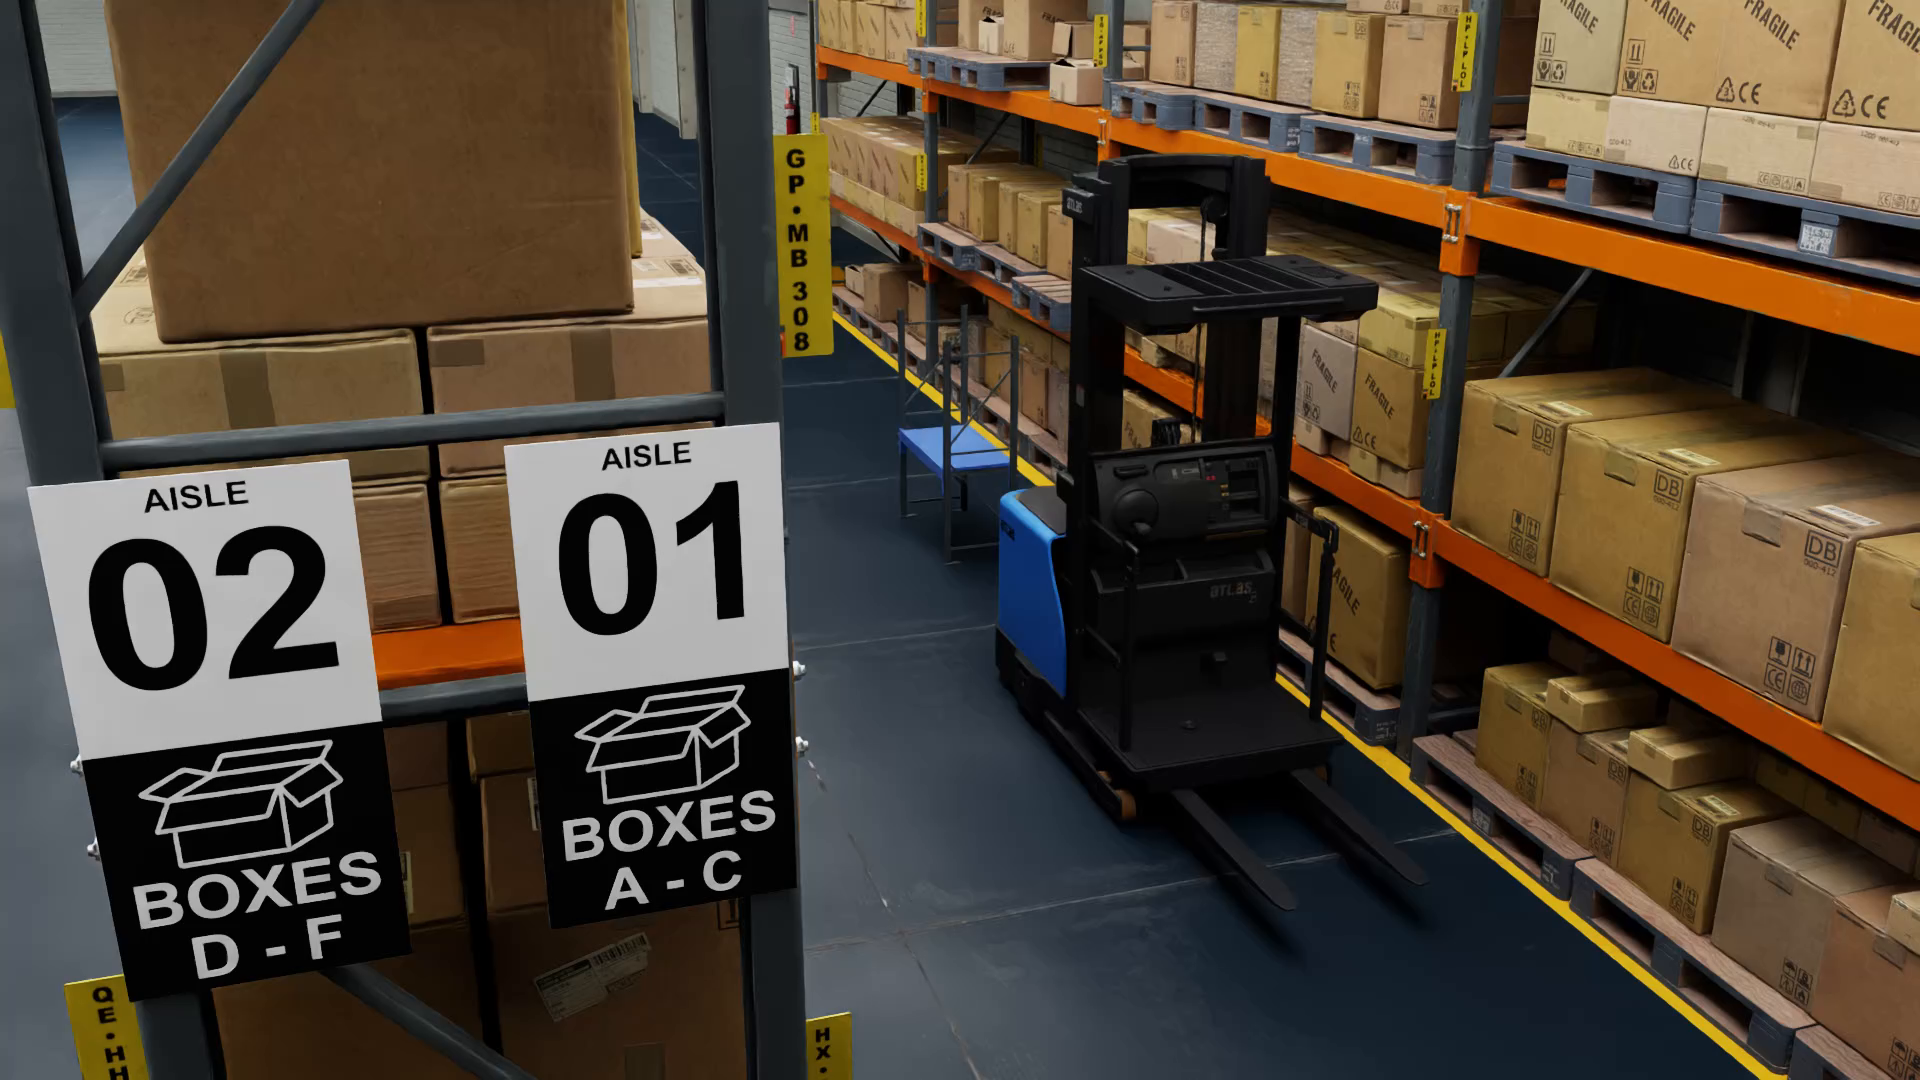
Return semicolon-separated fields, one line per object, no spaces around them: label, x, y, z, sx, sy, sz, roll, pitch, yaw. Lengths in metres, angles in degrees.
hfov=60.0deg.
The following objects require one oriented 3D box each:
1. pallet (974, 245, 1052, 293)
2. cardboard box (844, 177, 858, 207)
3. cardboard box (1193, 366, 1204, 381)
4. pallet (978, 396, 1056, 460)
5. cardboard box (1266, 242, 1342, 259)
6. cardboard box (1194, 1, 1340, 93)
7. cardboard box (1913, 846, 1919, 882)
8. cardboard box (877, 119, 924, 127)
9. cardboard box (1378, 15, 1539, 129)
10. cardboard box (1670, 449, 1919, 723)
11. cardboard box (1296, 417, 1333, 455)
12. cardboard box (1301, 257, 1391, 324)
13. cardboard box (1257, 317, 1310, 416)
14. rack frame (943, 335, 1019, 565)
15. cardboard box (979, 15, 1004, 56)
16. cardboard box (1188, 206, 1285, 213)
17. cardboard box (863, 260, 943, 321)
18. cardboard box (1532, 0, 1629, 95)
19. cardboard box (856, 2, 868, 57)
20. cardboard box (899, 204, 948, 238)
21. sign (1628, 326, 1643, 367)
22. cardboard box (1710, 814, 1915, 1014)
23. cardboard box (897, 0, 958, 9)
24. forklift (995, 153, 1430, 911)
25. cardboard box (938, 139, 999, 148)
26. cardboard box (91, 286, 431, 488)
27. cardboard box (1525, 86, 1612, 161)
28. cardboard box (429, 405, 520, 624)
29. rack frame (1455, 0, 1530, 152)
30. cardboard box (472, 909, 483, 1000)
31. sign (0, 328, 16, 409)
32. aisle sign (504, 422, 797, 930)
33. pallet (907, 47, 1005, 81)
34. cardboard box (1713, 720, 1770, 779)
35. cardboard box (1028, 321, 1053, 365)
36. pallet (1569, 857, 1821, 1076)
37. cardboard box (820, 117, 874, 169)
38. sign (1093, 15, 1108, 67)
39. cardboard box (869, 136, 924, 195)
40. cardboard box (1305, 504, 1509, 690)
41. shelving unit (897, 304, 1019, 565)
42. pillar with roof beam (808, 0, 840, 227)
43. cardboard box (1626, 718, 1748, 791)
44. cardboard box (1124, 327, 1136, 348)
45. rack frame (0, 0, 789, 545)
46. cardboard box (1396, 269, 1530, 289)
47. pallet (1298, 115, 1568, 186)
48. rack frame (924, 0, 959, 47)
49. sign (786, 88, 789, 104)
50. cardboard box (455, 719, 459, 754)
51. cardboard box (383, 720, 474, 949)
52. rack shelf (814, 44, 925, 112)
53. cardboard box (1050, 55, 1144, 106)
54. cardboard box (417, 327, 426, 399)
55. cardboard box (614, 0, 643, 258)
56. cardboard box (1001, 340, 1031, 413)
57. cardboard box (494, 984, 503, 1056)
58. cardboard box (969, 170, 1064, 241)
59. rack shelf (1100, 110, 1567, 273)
pallet;0.772;-2.184;13.345;1.003;0.211;1.213;-6;21;-17
cardboard box;-0.898;-3.630;17.279;0.500;0.250;0.500;-7;21;-18
cardboard box;1.677;-1.079;10.324;0.380;0.149;0.250;-6;21;-16
pallet;0.809;-0.973;13.814;1.003;0.211;1.213;-6;21;-17
cardboard box;1.828;-1.525;9.497;0.500;0.250;0.500;-7;21;-18
cardboard box;1.856;-2.996;10.083;0.700;0.500;0.500;-8;21;-20
cardboard box;3.623;1.159;5.870;0.380;0.149;0.250;-6;21;-17
cardboard box;-0.583;-4.212;17.788;0.500;0.500;0.500;-6;21;-16
cardboard box;2.518;-2.320;8.202;0.700;0.500;0.500;-8;21;-20
cardboard box;3.308;0.142;6.141;0.980;0.700;0.700;-7;21;-20
cardboard box;2.036;-0.575;8.921;0.380;0.149;0.250;-6;21;-17
cardboard box;1.989;-1.361;9.042;0.500;0.250;0.500;-6;21;-16
cardboard box;1.986;-1.003;9.153;0.500;0.500;0.500;-6;21;-17
rack frame;0.133;-0.570;10.785;0.500;1.500;0.032;-6;21;-17
cardboard box;0.465;-4.113;13.504;0.500;0.311;0.500;-6;21;-15
cardboard box;1.822;-2.075;11.030;0.500;0.250;0.500;-6;21;-16
cardboard box;-0.587;-2.586;17.227;0.700;0.500;0.500;-8;21;-21
cardboard box;2.648;-2.040;6.566;0.500;0.500;0.500;-7;21;-18
cardboard box;-0.723;-5.033;16.378;0.500;0.500;0.500;-5;20;-14
cardboard box;-0.261;-2.986;15.485;0.500;0.250;0.500;-6;21;-17
sign;3.217;-0.864;7.988;0.100;0.325;0.005;-6;21;-17
cardboard box;3.316;1.366;6.252;0.700;0.500;0.500;-7;21;-19
cardboard box;-0.239;-4.998;14.800;0.500;0.500;0.500;-8;21;-22
forklift;1.143;-0.212;7.670;1.130;2.935;3.031;-6;21;-17
cardboard box;0.067;-3.559;15.970;0.500;0.500;0.500;-7;21;-18
cardboard box;-1.157;-0.263;2.757;0.500;0.250;0.500;-6;21;-17
cardboard box;2.657;-1.696;6.717;0.500;0.250;0.500;-6;21;-17
cardboard box;-0.674;-0.082;2.992;0.500;0.250;0.500;-6;21;-17
rack frame;2.690;-3.184;6.968;1.000;3.000;0.127;-6;21;-17
cardboard box;-1.319;1.123;3.705;0.500;0.500;0.500;-6;21;-17
sign;-1.287;-0.325;2.137;0.100;0.325;0.005;-6;21;-17
aisle sign;-0.454;0.218;2.526;0.394;0.787;0.004;-6;21;-17
pallet;0.269;-4.041;14.071;1.213;0.211;1.003;-6;21;-17
cardboard box;3.300;0.831;6.782;0.380;0.149;0.250;-6;21;-17
cardboard box;0.871;-1.607;13.391;0.500;0.250;0.500;-6;21;-17
pallet;3.242;1.597;6.659;1.003;0.211;1.213;-6;21;-17
cardboard box;-1.217;-4.318;18.083;0.500;0.500;0.500;-6;21;-17
sign;0.917;-3.242;10.803;0.100;0.325;0.005;-6;21;-17
cardboard box;-0.577;-3.660;16.253;0.500;0.500;0.500;-7;21;-19
cardboard box;2.363;0.259;8.817;0.750;0.750;0.750;-6;21;-17
shelving unit;-0.027;-0.733;11.239;0.538;1.500;1.048;-6;21;-17
pillar with roof beam;-6.013;-8.370;21.407;9.100;9.000;0.400;-6;21;-17
cardboard box;2.927;0.861;6.699;0.380;0.149;0.250;-7;21;-19
cardboard box;1.317;-1.405;11.232;0.380;0.149;0.250;-7;21;-18
rack frame;-0.754;-1.372;1.925;1.000;3.000;0.127;-6;21;-17
cardboard box;2.622;-1.252;8.738;0.500;0.250;0.500;-6;21;-17
pallet;2.355;-1.971;8.312;0.805;0.209;1.217;-7;21;-19
rack frame;0.176;-5.751;14.115;1.000;3.000;0.127;-6;21;-17
sign;-2.743;-7.006;26.432;0.001;0.329;0.234;-6;21;-17
cardboard box;-1.946;0.477;5.504;0.500;0.500;0.500;-6;21;-16
cardboard box;-1.314;0.658;3.521;0.500;0.500;0.500;-6;21;-16
rack shelf;-0.453;-4.642;16.531;1.077;0.370;4.000;-6;21;-17
cardboard box;0.950;-3.225;11.624;0.500;0.311;0.500;-6;21;-17
cardboard box;-1.624;-0.510;4.183;0.500;0.250;0.500;-6;21;-17
cardboard box;-1.008;-0.811;3.172;0.700;0.500;0.500;-6;21;-17
cardboard box;0.755;-1.395;13.910;0.700;0.500;0.500;-6;21;-17
cardboard box;-0.810;1.068;3.856;0.500;0.500;0.500;-7;21;-18
cardboard box;0.472;-2.835;14.072;0.700;0.500;0.500;-4;20;-12
rack shelf;2.062;-2.075;9.383;1.077;0.370;4.000;-6;21;-17
